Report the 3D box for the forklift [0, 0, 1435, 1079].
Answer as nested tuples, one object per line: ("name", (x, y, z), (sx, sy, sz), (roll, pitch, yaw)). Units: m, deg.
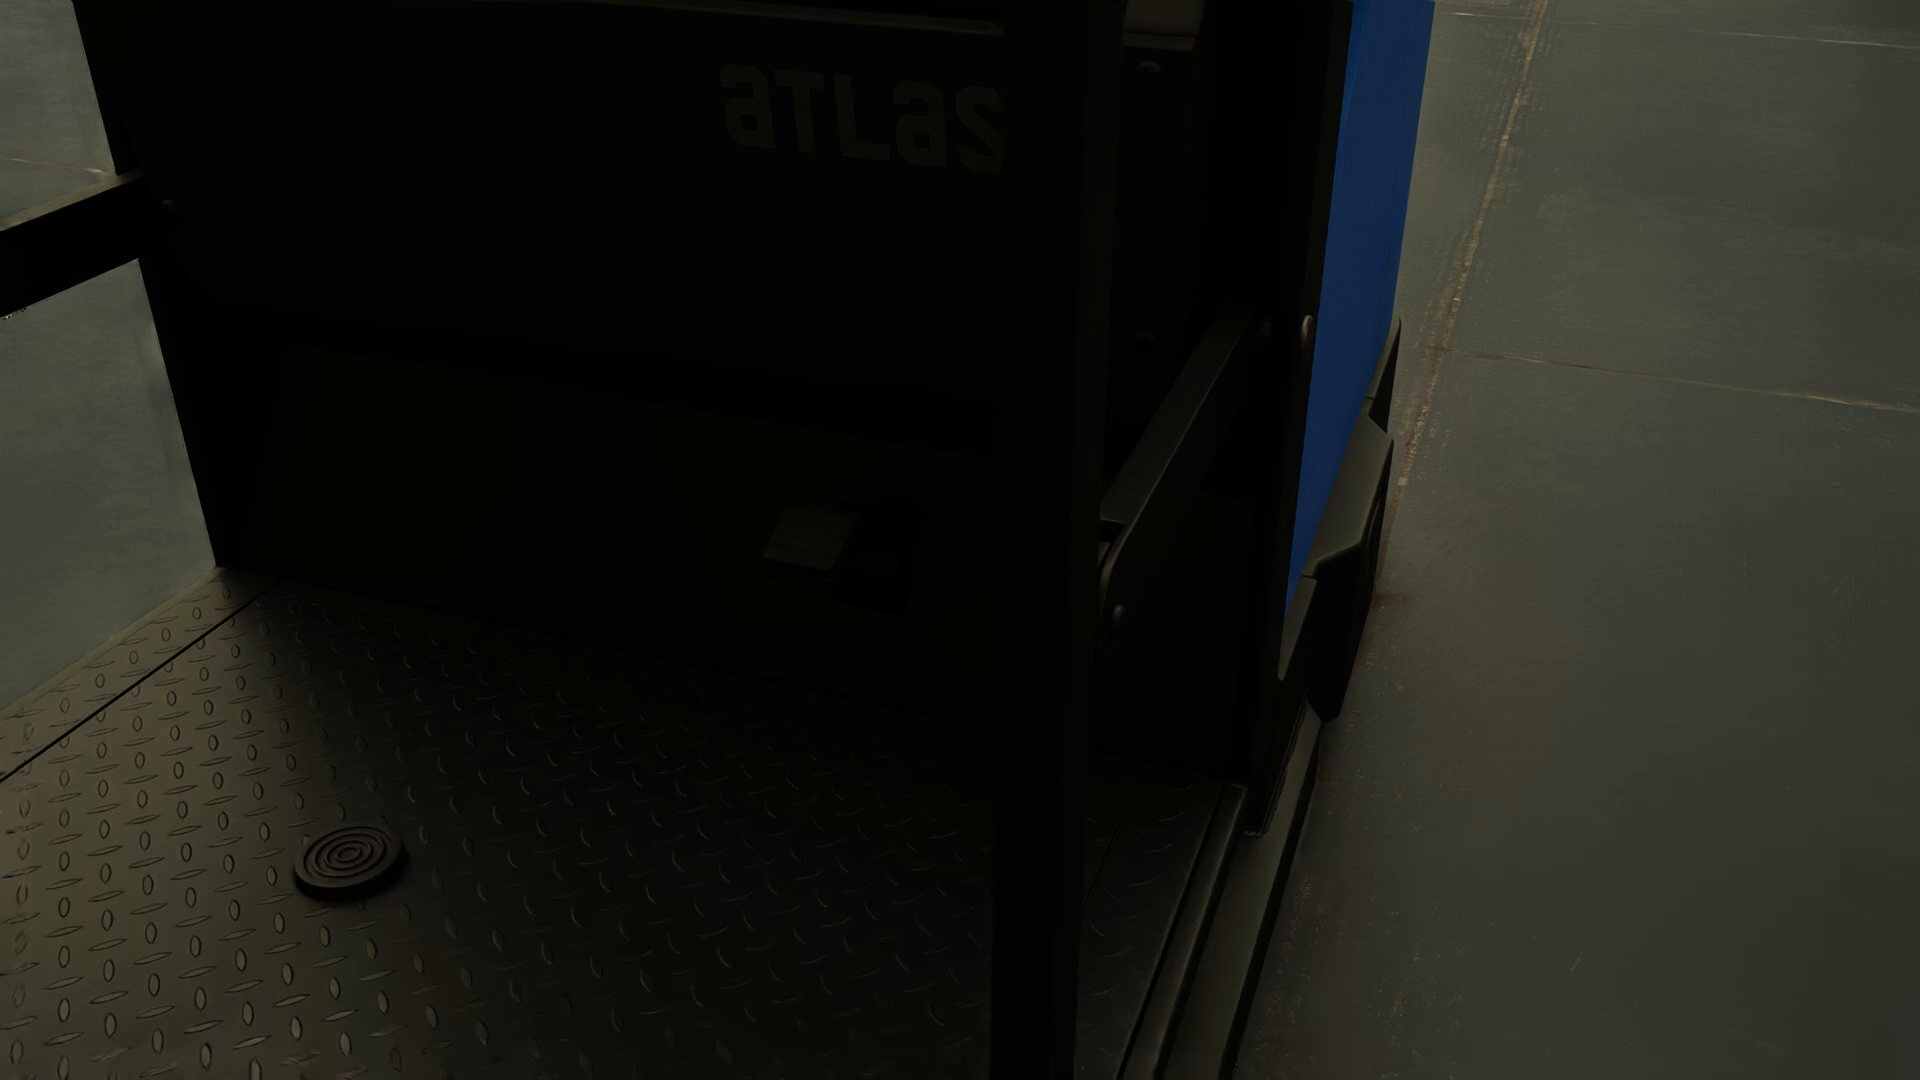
("forklift", (-0.332, -0.752, 0.854), (1.130, 2.935, 3.031), (10, 31, 17))
